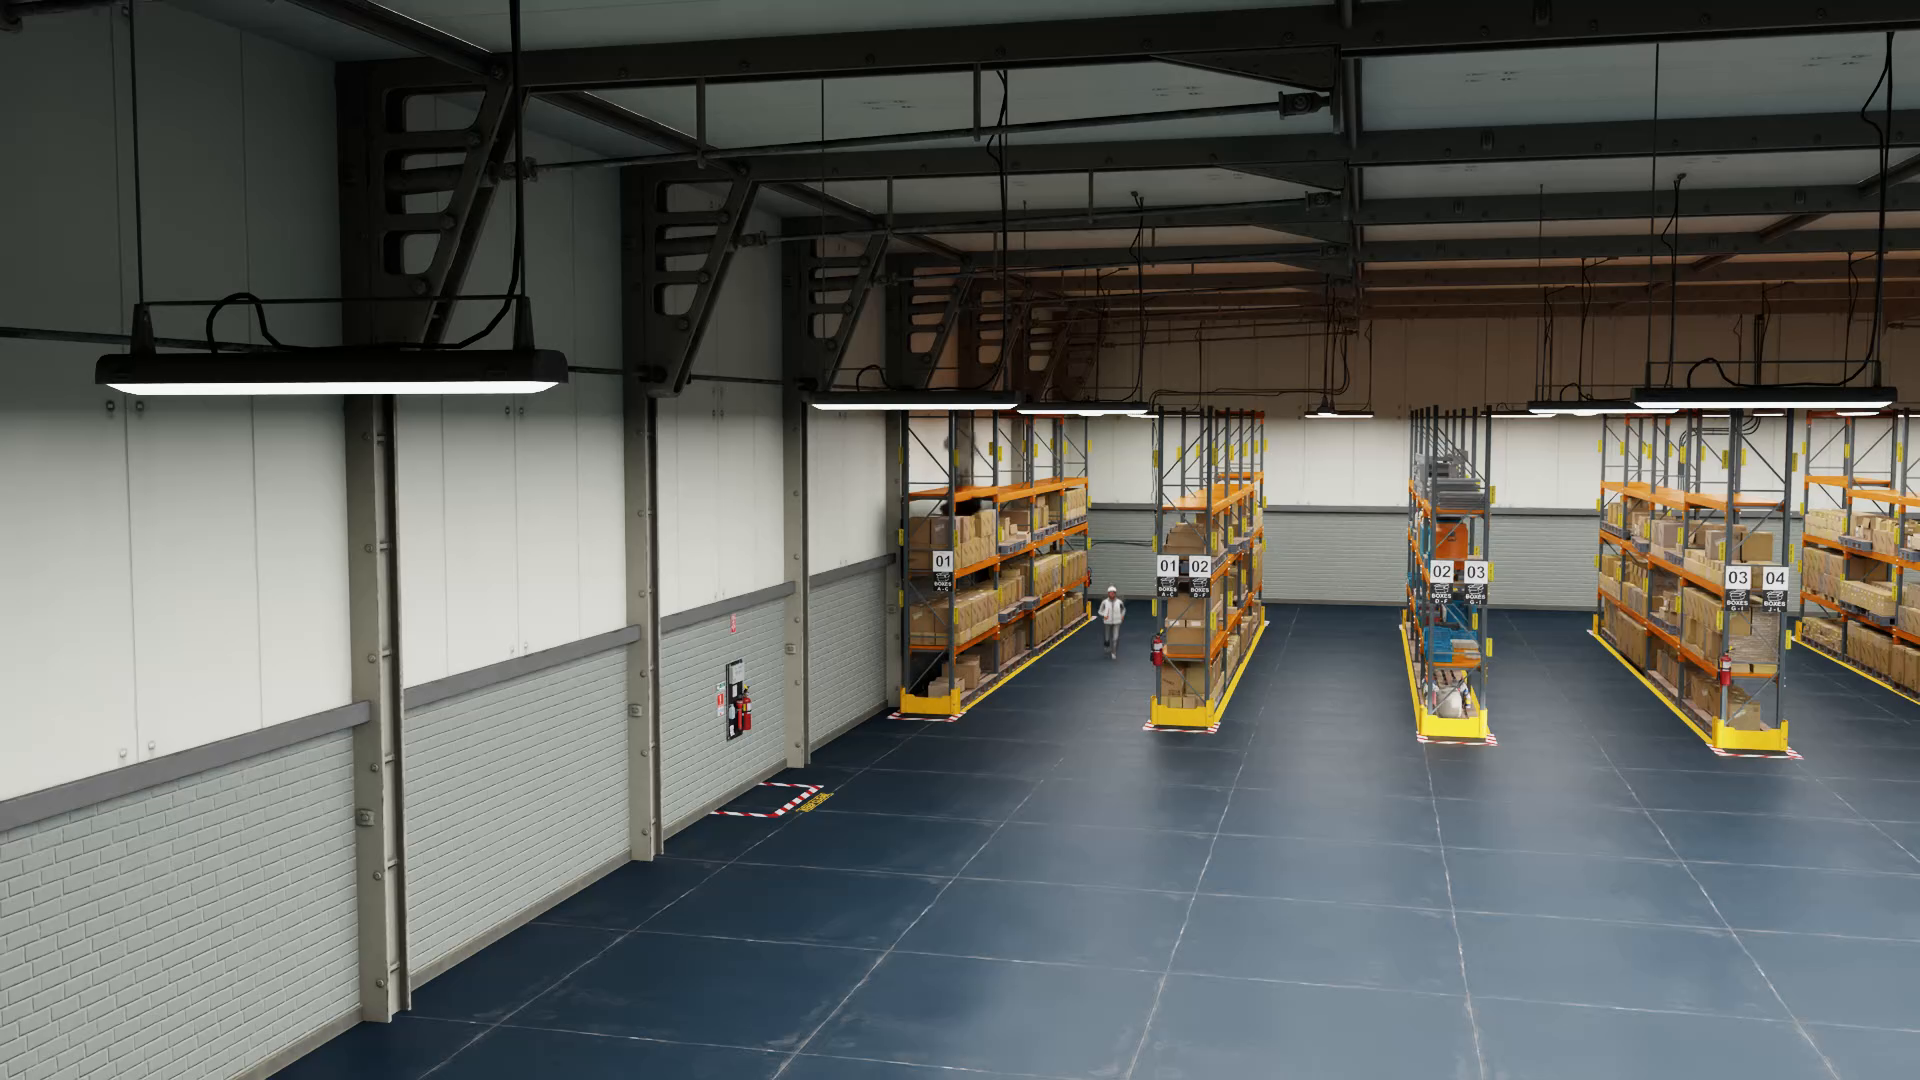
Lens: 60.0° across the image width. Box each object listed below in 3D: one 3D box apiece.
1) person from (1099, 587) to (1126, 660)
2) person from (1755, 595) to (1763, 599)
[{"bbox_3d":[3.669,1.990,40.001,0.669,1.733,0.760,0,4,2],"label":"person"},{"bbox_3d":[20.743,1.785,43.249,0.682,1.702,0.605,2,4,23],"label":"person"}]
